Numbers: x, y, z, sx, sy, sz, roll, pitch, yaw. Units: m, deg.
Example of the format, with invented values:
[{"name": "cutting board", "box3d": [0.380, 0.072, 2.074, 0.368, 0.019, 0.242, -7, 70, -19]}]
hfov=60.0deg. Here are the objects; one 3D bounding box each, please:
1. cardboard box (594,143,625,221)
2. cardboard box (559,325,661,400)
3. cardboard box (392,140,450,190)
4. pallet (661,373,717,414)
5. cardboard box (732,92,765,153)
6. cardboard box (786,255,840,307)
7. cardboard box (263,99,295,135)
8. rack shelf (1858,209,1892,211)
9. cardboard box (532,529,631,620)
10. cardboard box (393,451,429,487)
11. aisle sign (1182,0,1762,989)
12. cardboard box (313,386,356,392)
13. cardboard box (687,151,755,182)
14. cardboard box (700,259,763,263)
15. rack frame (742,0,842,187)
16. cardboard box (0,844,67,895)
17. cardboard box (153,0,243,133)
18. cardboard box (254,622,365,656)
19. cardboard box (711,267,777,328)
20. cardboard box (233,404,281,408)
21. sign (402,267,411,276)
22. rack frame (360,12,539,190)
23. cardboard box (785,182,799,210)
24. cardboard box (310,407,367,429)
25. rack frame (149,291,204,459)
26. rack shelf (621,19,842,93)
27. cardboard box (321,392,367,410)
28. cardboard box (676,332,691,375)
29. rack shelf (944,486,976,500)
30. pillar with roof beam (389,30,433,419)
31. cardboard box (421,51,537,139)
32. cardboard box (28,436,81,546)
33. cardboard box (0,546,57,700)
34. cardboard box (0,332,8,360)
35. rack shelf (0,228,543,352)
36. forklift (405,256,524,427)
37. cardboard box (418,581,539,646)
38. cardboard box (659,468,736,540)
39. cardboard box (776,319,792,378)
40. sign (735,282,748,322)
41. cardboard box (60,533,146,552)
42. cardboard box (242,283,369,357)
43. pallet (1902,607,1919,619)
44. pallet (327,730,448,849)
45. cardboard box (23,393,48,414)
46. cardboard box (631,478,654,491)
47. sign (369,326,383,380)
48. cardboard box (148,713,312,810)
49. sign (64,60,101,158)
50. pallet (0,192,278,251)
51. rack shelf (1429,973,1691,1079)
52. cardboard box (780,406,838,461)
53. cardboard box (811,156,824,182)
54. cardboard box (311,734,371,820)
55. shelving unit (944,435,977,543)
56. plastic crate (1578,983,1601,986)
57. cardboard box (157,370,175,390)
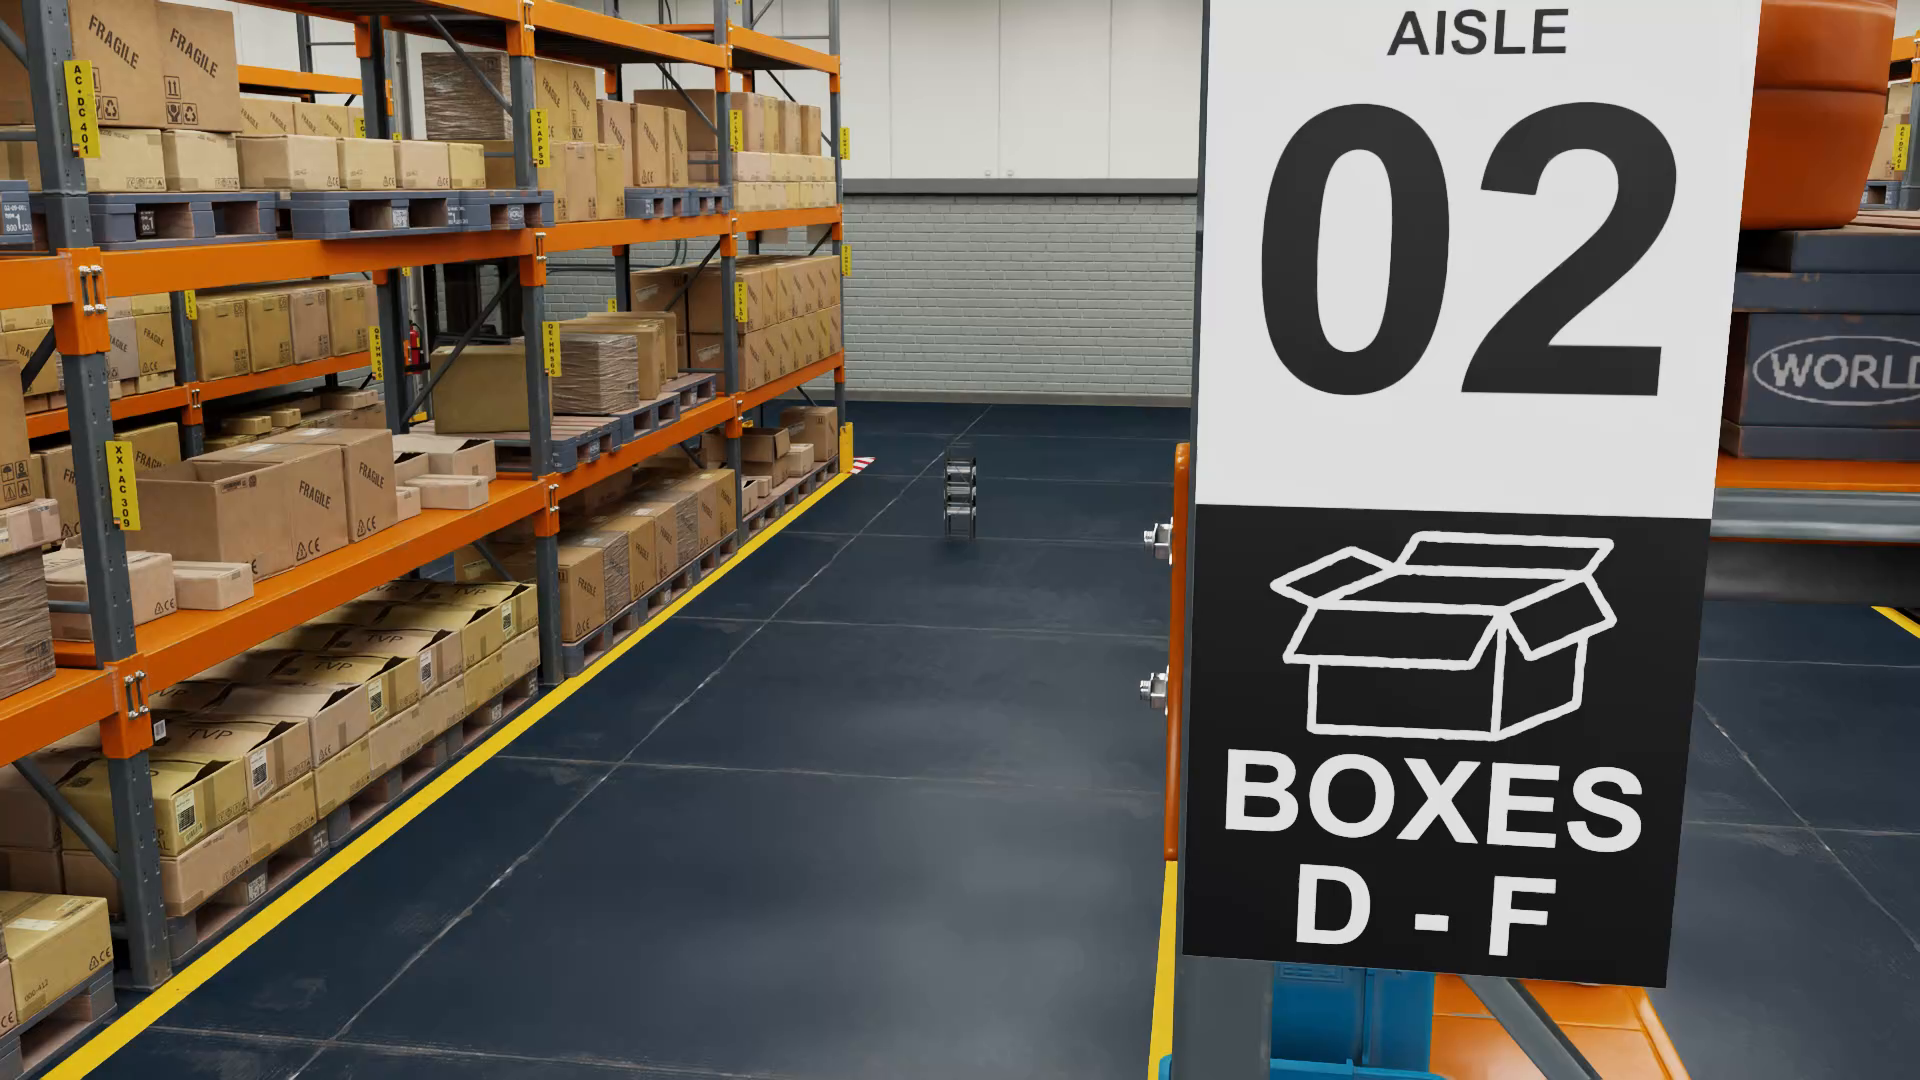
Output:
[{"name": "cardboard box", "box3d": [-2.782, -2.406, 11.181, 0.910, 0.500, 0.500, 2, 12, 9]}, {"name": "cardboard box", "box3d": [-2.570, -1.302, 12.180, 0.700, 0.500, 0.500, -1, 12, -6]}, {"name": "cardboard box", "box3d": [-3.051, -1.977, 8.786, 0.500, 0.250, 0.500, 2, 12, 10]}, {"name": "pallet", "box3d": [-2.590, -1.161, 13.215, 1.003, 0.211, 1.213, 2, 12, 9]}, {"name": "cardboard box", "box3d": [-2.105, -3.623, 14.456, 0.700, 0.500, 0.500, 2, 12, 9]}, {"name": "cardboard box", "box3d": [-1.541, -2.686, 17.227, 0.500, 0.500, 0.500, 2, 12, 8]}, {"name": "cardboard box", "box3d": [-6.724, -3.940, 15.879, 0.500, 0.500, 0.500, 2, 12, 9]}, {"name": "rack shelf", "box3d": [7.736, -2.627, 14.149, 1.077, 0.370, 4.000, 2, 12, 9]}, {"name": "cardboard box", "box3d": [-2.547, 0.227, 11.207, 0.500, 0.500, 0.500, 1, 12, 7]}, {"name": "cardboard box", "box3d": [-3.303, -0.361, 9.261, 0.500, 0.311, 0.500, 2, 12, 8]}, {"name": "aisle sign", "box3d": [0.384, -0.024, 1.312, 0.394, 0.787, 0.004, 2, 12, 9]}, {"name": "cardboard box", "box3d": [-6.827, -1.594, 18.166, 0.380, 0.149, 0.250, 2, 12, 9]}, {"name": "cardboard box", "box3d": [-2.039, -3.148, 14.030, 0.500, 0.250, 0.500, 2, 12, 9]}, {"name": "cardboard box", "box3d": [-2.228, -2.491, 16.321, 0.500, 0.500, 0.500, 2, 12, 9]}, {"name": "rack frame", "box3d": [-1.744, -5.183, 17.182, 1.000, 3.000, 0.127, 2, 12, 9]}, {"name": "cardboard box", "box3d": [-3.812, 1.291, 6.912, 0.500, 0.250, 0.500, 2, 12, 8]}, {"name": "cardboard box", "box3d": [-3.391, -1.963, 6.943, 0.500, 0.500, 0.500, 3, 13, 14]}, {"name": "cardboard box", "box3d": [-3.498, 0.595, 8.810, 0.500, 0.311, 0.500, 2, 12, 7]}, {"name": "cardboard box", "box3d": [-1.930, -2.151, 14.746, 0.500, 0.500, 0.500, 1, 12, 7]}, {"name": "cardboard box", "box3d": [-7.059, -1.277, 16.696, 0.380, 0.149, 0.250, 2, 12, 8]}, {"name": "sign", "box3d": [-6.105, -3.071, 18.313, 0.100, 0.325, 0.005, 2, 12, 9]}, {"name": "rack frame", "box3d": [-2.974, -3.517, 9.455, 1.000, 3.000, 0.127, 2, 12, 9]}, {"name": "cardboard box", "box3d": [-1.807, -3.216, 15.531, 0.500, 0.250, 0.500, 2, 12, 9]}, {"name": "cardboard box", "box3d": [-6.725, -1.140, 17.600, 0.700, 0.500, 0.500, 2, 12, 8]}, {"name": "rack frame", "box3d": [-7.255, -1.577, 14.691, 1.000, 3.000, 0.127, 2, 12, 9]}, {"name": "rack shelf", "box3d": [-2.052, -4.413, 15.326, 1.077, 0.370, 4.000, 2, 12, 9]}, {"name": "cardboard box", "box3d": [-6.526, -1.475, 17.616, 0.380, 0.149, 0.250, 2, 12, 10]}, {"name": "cardboard box", "box3d": [-2.536, -1.579, 14.461, 0.500, 0.500, 0.500, 2, 12, 10]}, {"name": "rack shelf", "box3d": [0.001, -0.409, 14.413, 0.258, 0.077, 0.200, 2, 12, 9]}, {"name": "pillar with roof beam", "box3d": [-2.825, -5.793, 20.014, 9.100, 9.000, 0.400, 2, 12, 9]}, {"name": "cardboard box", "box3d": [-2.901, -2.679, 10.075, 0.500, 0.500, 0.500, 2, 12, 9]}, {"name": "cardboard box", "box3d": [-7.360, -0.407, 13.367, 0.750, 0.750, 0.750, 2, 12, 10]}, {"name": "cardboard box", "box3d": [-3.652, 0.292, 5.783, 0.700, 0.500, 0.500, 2, 12, 7]}, {"name": "cardboard box", "box3d": [-7.375, -1.253, 12.198, 0.500, 0.500, 0.500, 2, 12, 8]}, {"name": "rack shelf", "box3d": [-3.282, -1.283, 7.915, 1.077, 0.370, 4.000, 2, 12, 9]}, {"name": "forklift", "box3d": [-4.785, -1.776, 15.777, 1.130, 2.935, 3.031, 6, 14, 26]}, {"name": "cardboard box", "box3d": [-2.812, 0.397, 9.730, 0.500, 0.311, 0.500, 2, 12, 10]}, {"name": "cardboard box", "box3d": [-2.152, -0.299, 13.648, 0.500, 0.500, 0.500, 2, 12, 8]}, {"name": "cardboard box", "box3d": [-1.857, -1.774, 15.369, 0.500, 0.500, 0.500, 2, 12, 8]}, {"name": "sign", "box3d": [-1.810, -1.966, 13.748, 0.100, 0.325, 0.005, 2, 12, 9]}, {"name": "cardboard box", "box3d": [-3.636, 0.125, 7.114, 0.396, 0.266, 0.258, 2, 12, 7]}, {"name": "cardboard box", "box3d": [-6.809, -2.298, 17.325, 0.980, 0.700, 0.700, 2, 12, 8]}, {"name": "pallet", "box3d": [7.384, 0.431, 11.994, 1.003, 0.211, 1.213, 2, 12, 9]}, {"name": "pallet", "box3d": [-3.330, 1.202, 8.416, 1.003, 0.211, 1.213, 2, 12, 9]}, {"name": "cardboard box", "box3d": [-7.318, -1.067, 12.871, 0.380, 0.149, 0.250, 2, 12, 10]}, {"name": "cardboard box", "box3d": [-2.745, -0.206, 13.220, 0.500, 0.500, 0.500, 2, 12, 9]}, {"name": "sign", "box3d": [-3.512, -1.128, 10.045, 0.100, 0.325, 0.005, 2, 12, 9]}, {"name": "cardboard box", "box3d": [-3.198, 0.931, 7.254, 0.500, 0.311, 0.500, 2, 12, 8]}, {"name": "sign", "box3d": [-3.041, -1.492, 5.762, 0.100, 0.325, 0.005, 2, 12, 9]}, {"name": "pallet", "box3d": [-3.467, -1.309, 6.781, 0.805, 0.209, 1.217, 1, 12, 6]}, {"name": "rack shelf", "box3d": [0.997, 1.177, 3.619, 1.077, 0.370, 4.000, 2, 12, 9]}, {"name": "cardboard box", "box3d": [-1.584, -1.122, 17.469, 0.500, 0.500, 0.500, 2, 12, 9]}, {"name": "cardboard box", "box3d": [-1.648, -3.668, 16.444, 0.500, 0.250, 0.500, 2, 12, 9]}, {"name": "cardboard box", "box3d": [-3.126, 1.097, 7.815, 0.500, 0.250, 0.500, 1, 12, 7]}, {"name": "shelving unit", "box3d": [0.001, -0.442, 14.406, 0.258, 0.900, 0.210, 2, 12, 9]}, {"name": "plastic crate", "box3d": [1.305, 0.884, 3.896, 0.530, 0.136, 0.437, 2, 12, 9]}, {"name": "cardboard box", "box3d": [-7.027, -1.385, 14.347, 0.380, 0.149, 0.250, 2, 12, 9]}]
